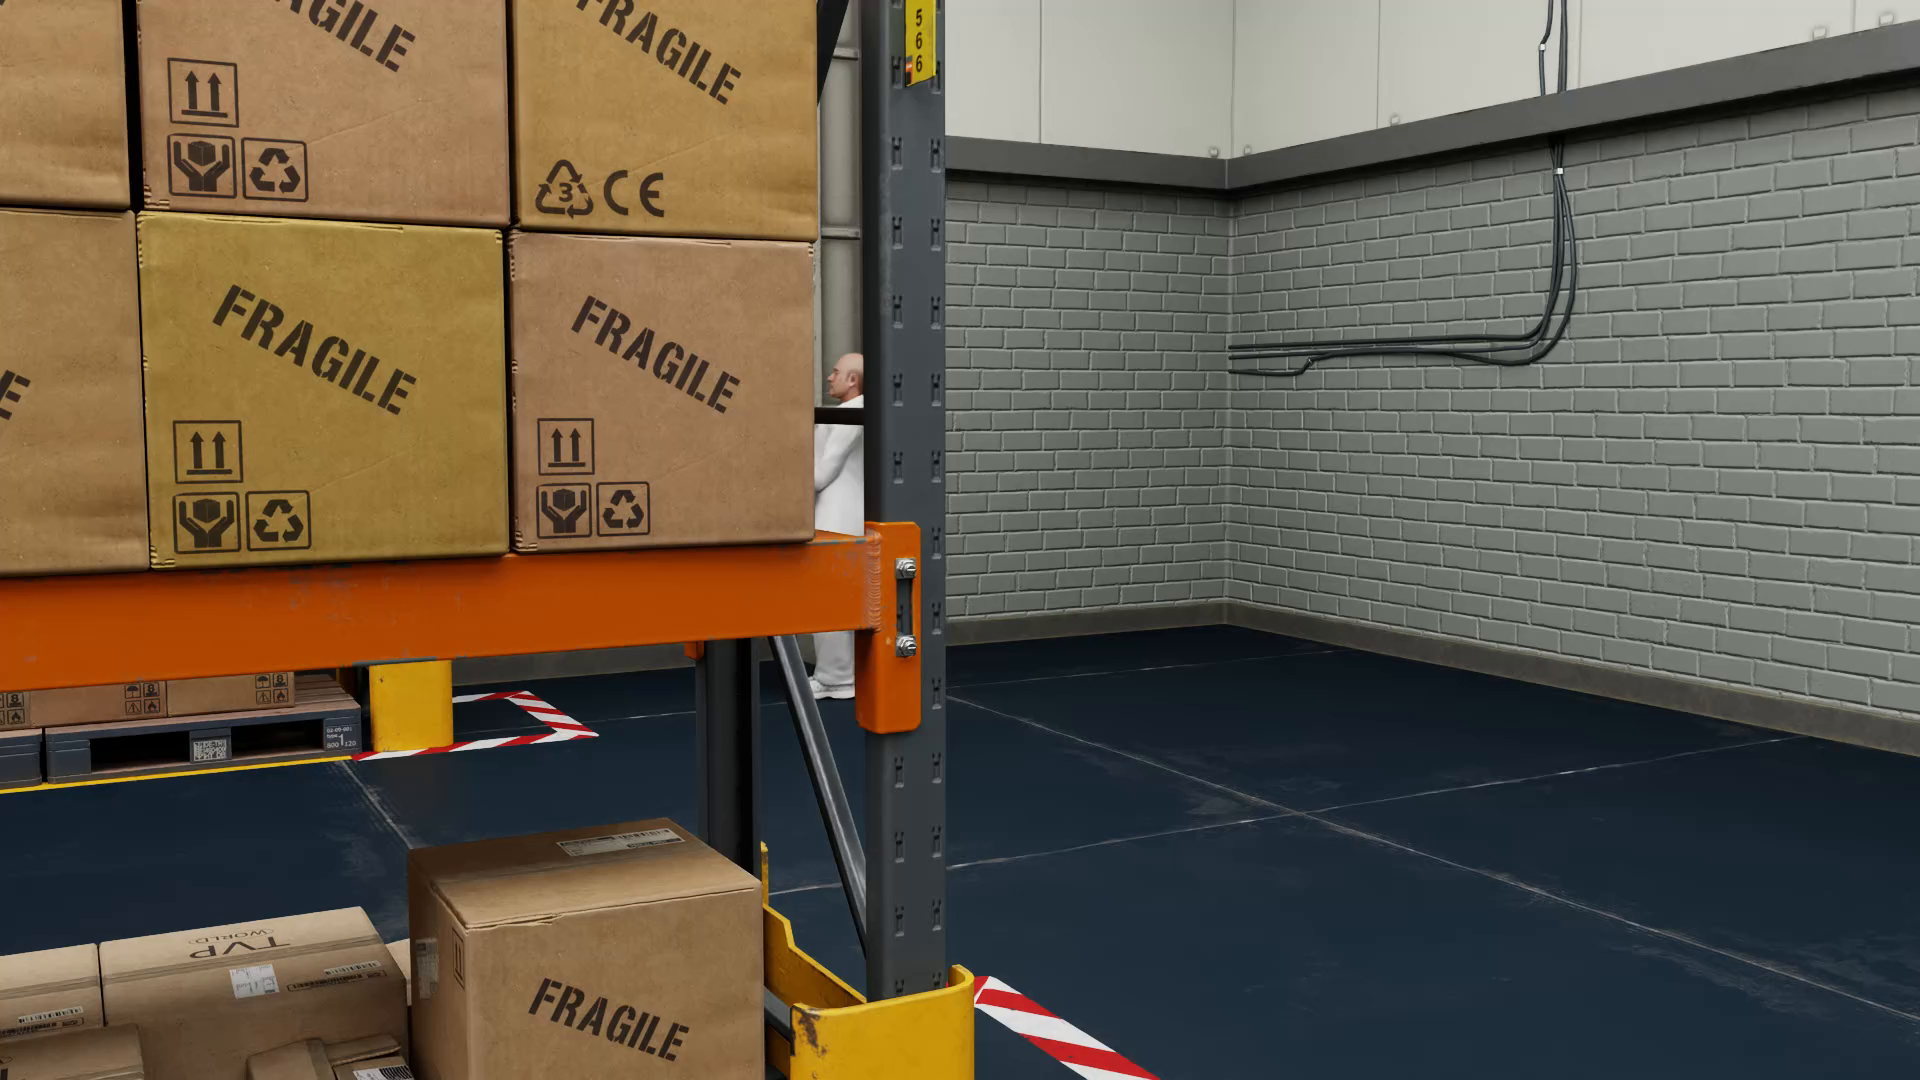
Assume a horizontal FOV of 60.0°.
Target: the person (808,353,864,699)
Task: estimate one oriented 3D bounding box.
[{"bbox_3d":[-0.709,-0.074,8.583,0.555,1.769,0.530,0,5,5],"label":"person"}]
